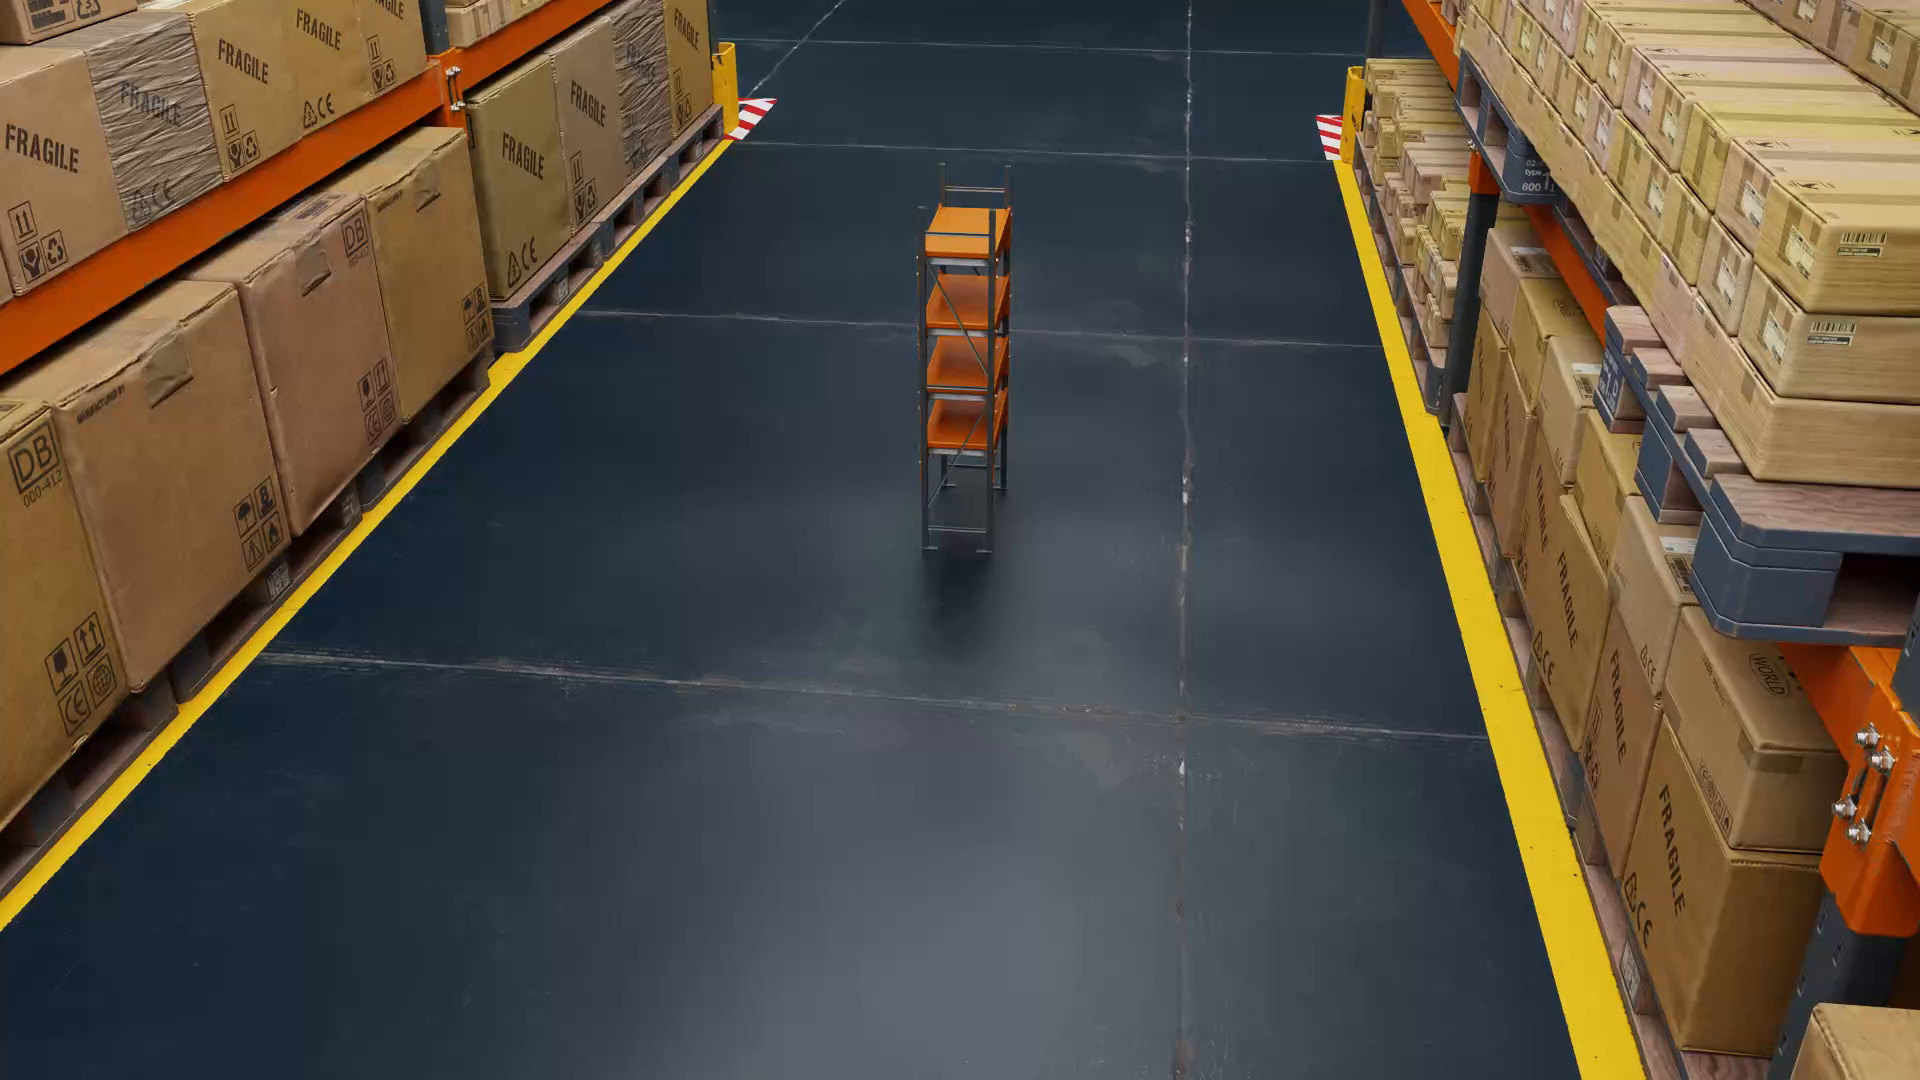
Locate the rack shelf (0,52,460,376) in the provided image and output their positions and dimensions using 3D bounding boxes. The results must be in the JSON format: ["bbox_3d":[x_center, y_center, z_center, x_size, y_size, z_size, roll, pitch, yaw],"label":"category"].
[{"bbox_3d":[-2.755,-0.835,4.896,1.077,0.370,4.000,3,28,6],"label":"rack shelf"}]

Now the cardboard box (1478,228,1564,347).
[{"bbox_3d":[2.048,-0.839,5.548,0.500,0.250,0.500,2,28,4],"label":"cardboard box"}]

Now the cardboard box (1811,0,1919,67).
[{"bbox_3d":[2.384,-1.280,4.158,0.380,0.149,0.250,2,28,4],"label":"cardboard box"}]

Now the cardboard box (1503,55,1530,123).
[{"bbox_3d":[1.801,-1.307,4.835,0.380,0.149,0.250,4,29,7],"label":"cardboard box"}]

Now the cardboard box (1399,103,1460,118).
[{"bbox_3d":[2.425,-2.106,8.432,0.380,0.149,0.250,4,29,8],"label":"cardboard box"}]

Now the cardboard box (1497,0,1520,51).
[{"bbox_3d":[1.835,-1.560,4.992,0.380,0.149,0.250,4,29,7],"label":"cardboard box"}]

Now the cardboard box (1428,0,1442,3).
[{"bbox_3d":[2.323,-2.535,7.558,0.380,0.149,0.250,4,29,7],"label":"cardboard box"}]

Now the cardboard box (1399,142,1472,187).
[{"bbox_3d":[2.272,-1.750,7.771,0.380,0.149,0.250,2,28,4],"label":"cardboard box"}]

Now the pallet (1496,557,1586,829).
[{"bbox_3d":[2.159,0.413,4.761,1.003,0.211,1.213,3,28,6],"label":"pallet"}]

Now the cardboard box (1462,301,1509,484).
[{"bbox_3d":[2.047,-0.509,5.726,0.500,0.500,0.500,4,29,8],"label":"cardboard box"}]

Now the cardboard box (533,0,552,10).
[{"bbox_3d":[-2.049,-2.474,7.445,0.380,0.149,0.250,3,28,5],"label":"cardboard box"}]

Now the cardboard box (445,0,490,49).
[{"bbox_3d":[-2.144,-2.102,6.755,0.380,0.149,0.250,3,29,6],"label":"cardboard box"}]

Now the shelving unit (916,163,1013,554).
[{"bbox_3d":[0.020,-0.606,5.610,0.258,1.200,0.503,3,28,6],"label":"shelving unit"}]

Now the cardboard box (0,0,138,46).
[{"bbox_3d":[-2.736,-1.662,4.509,0.797,0.503,0.637,4,29,8],"label":"cardboard box"}]

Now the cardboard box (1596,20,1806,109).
[{"bbox_3d":[1.676,-1.077,3.781,0.380,0.149,0.250,5,29,9],"label":"cardboard box"}]

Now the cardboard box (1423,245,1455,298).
[{"bbox_3d":[2.144,-1.113,6.903,0.380,0.149,0.250,2,28,4],"label":"cardboard box"}]

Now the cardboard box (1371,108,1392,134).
[{"bbox_3d":[2.482,-2.344,9.187,0.380,0.149,0.250,3,28,6],"label":"cardboard box"}]

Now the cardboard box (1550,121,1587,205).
[{"bbox_3d":[1.707,-0.940,4.153,0.380,0.149,0.250,2,28,4],"label":"cardboard box"}]

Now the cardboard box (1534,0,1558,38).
[{"bbox_3d":[1.770,-1.445,4.464,0.380,0.149,0.250,3,28,6],"label":"cardboard box"}]

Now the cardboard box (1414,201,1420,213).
[{"bbox_3d":[2.352,-1.598,7.804,0.380,0.149,0.250,2,28,4],"label":"cardboard box"}]

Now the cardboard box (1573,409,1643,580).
[{"bbox_3d":[1.863,-0.103,4.180,0.500,0.250,0.500,4,29,7],"label":"cardboard box"}]

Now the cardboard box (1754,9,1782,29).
[{"bbox_3d":[2.454,-1.394,4.684,0.380,0.149,0.250,2,28,5],"label":"cardboard box"}]

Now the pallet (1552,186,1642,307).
[{"bbox_3d":[2.112,-0.724,4.134,1.003,0.211,1.213,3,28,6],"label":"pallet"}]

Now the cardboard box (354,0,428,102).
[{"bbox_3d":[-2.296,-1.901,6.011,0.500,0.500,0.500,3,29,6],"label":"cardboard box"}]

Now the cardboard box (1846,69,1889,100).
[{"bbox_3d":[2.354,-1.029,4.006,0.380,0.149,0.250,4,29,8],"label":"cardboard box"}]

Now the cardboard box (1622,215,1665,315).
[{"bbox_3d":[1.612,-0.563,3.454,0.380,0.149,0.250,3,28,6],"label":"cardboard box"}]

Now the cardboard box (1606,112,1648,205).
[{"bbox_3d":[1.643,-0.823,3.624,0.380,0.149,0.250,3,28,6],"label":"cardboard box"}]

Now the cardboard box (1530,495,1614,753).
[{"bbox_3d":[1.847,0.222,4.368,0.500,0.500,0.500,2,28,4],"label":"cardboard box"}]

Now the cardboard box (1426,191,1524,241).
[{"bbox_3d":[2.201,-1.372,7.070,0.380,0.149,0.250,3,28,6],"label":"cardboard box"}]

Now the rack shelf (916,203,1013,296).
[{"bbox_3d":[0.020,-0.952,5.424,0.258,0.148,0.480,3,28,6],"label":"rack shelf"}]

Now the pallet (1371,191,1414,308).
[{"bbox_3d":[2.594,-1.424,8.170,1.003,0.211,1.213,3,28,6],"label":"pallet"}]

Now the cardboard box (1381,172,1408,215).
[{"bbox_3d":[2.340,-1.745,8.389,0.380,0.149,0.250,2,28,4],"label":"cardboard box"}]

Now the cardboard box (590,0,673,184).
[{"bbox_3d":[-2.130,-2.491,9.009,0.875,0.875,0.875,3,28,6],"label":"cardboard box"}]

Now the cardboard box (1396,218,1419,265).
[{"bbox_3d":[2.237,-1.379,7.710,0.380,0.149,0.250,3,28,6],"label":"cardboard box"}]

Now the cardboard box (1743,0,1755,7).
[{"bbox_3d":[2.479,-1.645,4.836,0.380,0.149,0.250,2,28,5],"label":"cardboard box"}]

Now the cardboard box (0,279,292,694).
[{"bbox_3d":[-2.778,-0.203,4.761,1.225,0.875,0.875,3,29,6],"label":"cardboard box"}]

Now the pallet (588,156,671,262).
[{"bbox_3d":[-2.192,-1.795,8.859,1.003,0.211,1.213,3,28,6],"label":"pallet"}]

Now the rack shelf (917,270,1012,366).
[{"bbox_3d":[0.020,-0.744,5.536,0.258,0.148,0.480,3,28,6],"label":"rack shelf"}]

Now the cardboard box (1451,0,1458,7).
[{"bbox_3d":[2.244,-2.421,6.662,0.500,0.500,0.500,3,28,5],"label":"cardboard box"}]

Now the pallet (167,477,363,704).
[{"bbox_3d":[-2.677,0.078,5.383,1.003,0.211,1.213,3,28,6],"label":"pallet"}]

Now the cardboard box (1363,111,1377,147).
[{"bbox_3d":[2.508,-2.342,9.498,0.380,0.149,0.250,4,29,7],"label":"cardboard box"}]

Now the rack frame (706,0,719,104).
[{"bbox_3d":[-2.020,-3.976,9.968,1.000,3.000,0.127,3,28,6],"label":"rack frame"}]

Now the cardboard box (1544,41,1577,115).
[{"bbox_3d":[1.740,-1.186,4.297,0.380,0.149,0.250,3,28,5],"label":"cardboard box"}]

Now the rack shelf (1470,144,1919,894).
[{"bbox_3d":[2.155,-0.499,4.272,1.077,0.370,4.000,3,28,6],"label":"rack shelf"}]

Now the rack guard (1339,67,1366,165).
[{"bbox_3d":[2.881,-2.504,9.871,1.175,0.500,0.348,3,28,6],"label":"rack guard"}]

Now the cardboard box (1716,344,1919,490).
[{"bbox_3d":[1.514,-0.208,2.795,0.380,0.149,0.250,4,29,7],"label":"cardboard box"}]

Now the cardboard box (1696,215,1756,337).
[{"bbox_3d":[1.550,-0.464,2.958,0.380,0.149,0.250,4,29,8],"label":"cardboard box"}]

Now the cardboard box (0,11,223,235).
[{"bbox_3d":[-2.487,-1.187,4.685,0.500,0.500,0.500,3,29,6],"label":"cardboard box"}]

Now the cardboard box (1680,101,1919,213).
[{"bbox_3d":[1.580,-0.709,3.099,0.380,0.149,0.250,4,29,8],"label":"cardboard box"}]

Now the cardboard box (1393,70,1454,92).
[{"bbox_3d":[2.575,-2.468,9.105,0.380,0.149,0.250,4,29,7],"label":"cardboard box"}]

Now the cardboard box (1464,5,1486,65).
[{"bbox_3d":[1.896,-1.673,5.515,0.380,0.149,0.250,2,28,4],"label":"cardboard box"}]
